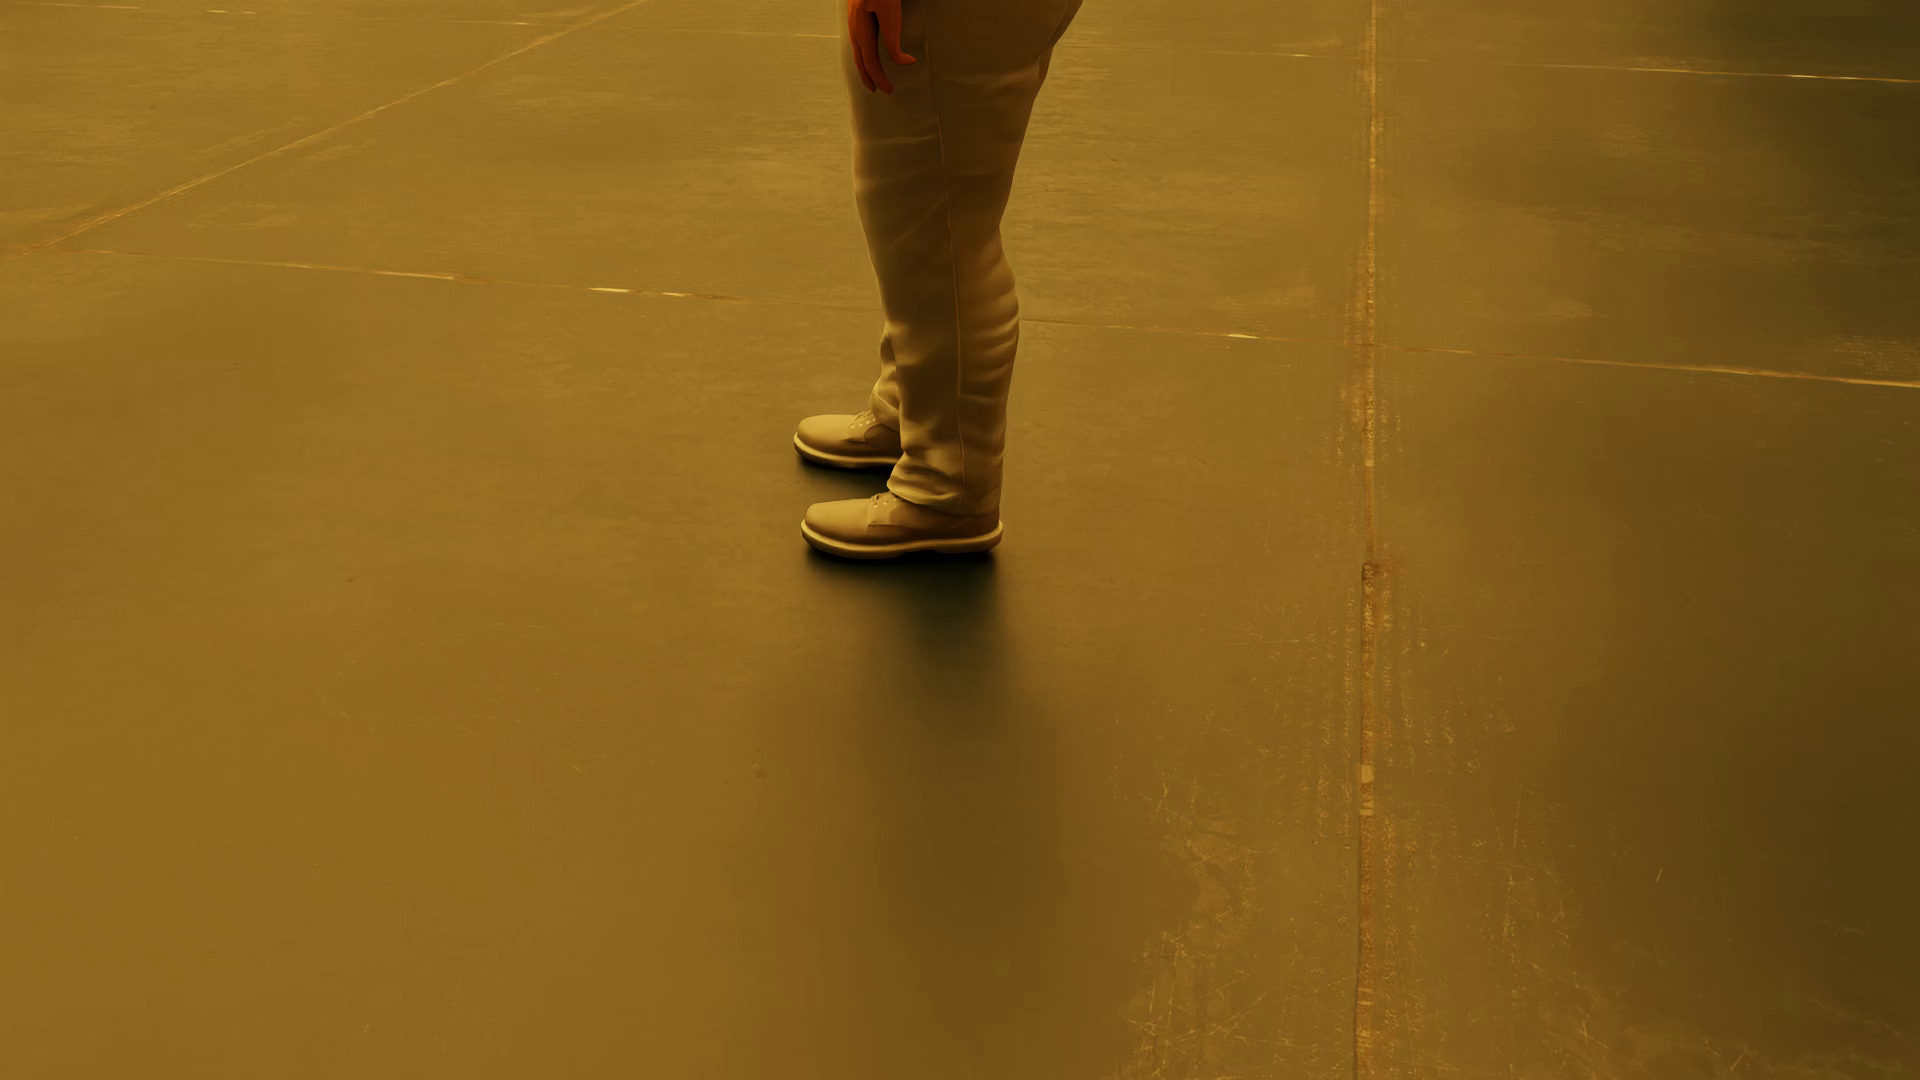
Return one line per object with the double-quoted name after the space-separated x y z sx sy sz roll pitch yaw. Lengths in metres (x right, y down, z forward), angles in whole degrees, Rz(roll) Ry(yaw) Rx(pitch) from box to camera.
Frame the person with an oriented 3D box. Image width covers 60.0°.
-0.072 -0.769 2.156 0.525 1.670 0.598 6 27 11 "person"
